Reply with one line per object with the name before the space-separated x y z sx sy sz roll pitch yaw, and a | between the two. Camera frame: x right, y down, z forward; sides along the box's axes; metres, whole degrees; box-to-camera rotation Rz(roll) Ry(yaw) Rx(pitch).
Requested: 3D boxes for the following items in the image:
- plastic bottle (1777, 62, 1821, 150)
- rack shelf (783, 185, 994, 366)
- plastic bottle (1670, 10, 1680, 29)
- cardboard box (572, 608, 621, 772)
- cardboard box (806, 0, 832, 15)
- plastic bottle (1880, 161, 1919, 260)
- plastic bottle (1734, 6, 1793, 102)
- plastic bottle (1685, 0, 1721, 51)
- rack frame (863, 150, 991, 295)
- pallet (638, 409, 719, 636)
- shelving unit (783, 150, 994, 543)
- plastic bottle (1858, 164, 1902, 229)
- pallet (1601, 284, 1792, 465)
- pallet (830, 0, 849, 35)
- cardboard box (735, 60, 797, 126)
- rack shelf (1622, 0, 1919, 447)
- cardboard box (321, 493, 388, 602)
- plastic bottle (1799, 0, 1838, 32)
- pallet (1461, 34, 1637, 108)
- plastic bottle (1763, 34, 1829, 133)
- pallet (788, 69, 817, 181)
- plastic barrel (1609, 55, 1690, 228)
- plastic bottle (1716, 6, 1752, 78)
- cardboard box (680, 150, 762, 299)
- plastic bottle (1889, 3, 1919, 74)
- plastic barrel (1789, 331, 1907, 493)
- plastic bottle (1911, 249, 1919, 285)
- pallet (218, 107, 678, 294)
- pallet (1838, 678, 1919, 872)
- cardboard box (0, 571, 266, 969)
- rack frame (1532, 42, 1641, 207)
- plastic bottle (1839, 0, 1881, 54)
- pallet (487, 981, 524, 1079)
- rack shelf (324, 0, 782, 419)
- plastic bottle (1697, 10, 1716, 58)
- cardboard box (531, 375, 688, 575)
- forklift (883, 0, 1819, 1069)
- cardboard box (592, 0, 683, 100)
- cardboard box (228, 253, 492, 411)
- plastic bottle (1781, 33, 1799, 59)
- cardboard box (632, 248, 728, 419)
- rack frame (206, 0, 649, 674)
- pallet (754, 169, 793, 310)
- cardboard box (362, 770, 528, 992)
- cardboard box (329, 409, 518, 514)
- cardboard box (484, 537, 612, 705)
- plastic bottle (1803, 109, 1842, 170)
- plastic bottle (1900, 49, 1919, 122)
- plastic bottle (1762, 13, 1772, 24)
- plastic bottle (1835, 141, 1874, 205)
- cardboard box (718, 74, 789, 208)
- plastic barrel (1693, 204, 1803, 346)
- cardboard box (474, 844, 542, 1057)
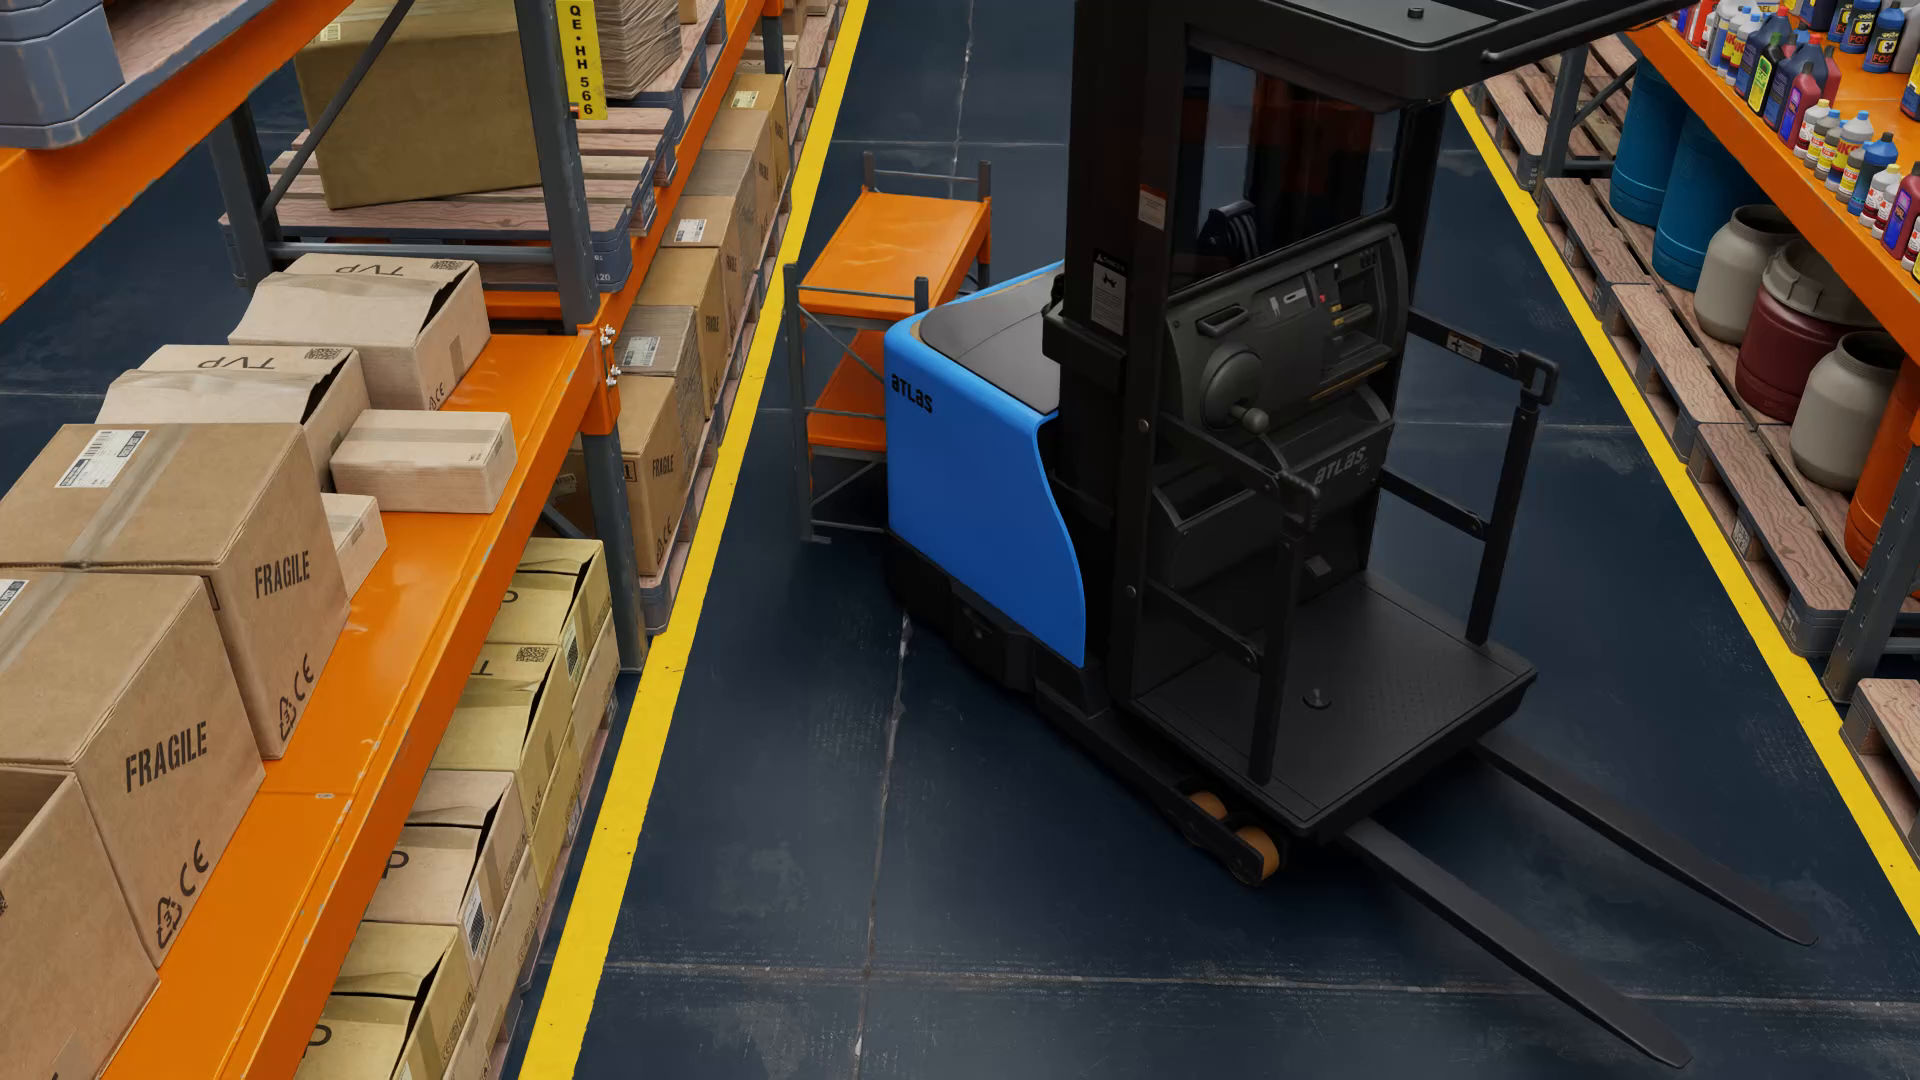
plastic bottle | 3.016 -1.557 5.959 0.061 0.283 0.133 1 35 2
rack shelf | -0.240 -0.963 6.133 0.538 0.278 1.000 7 36 10
plastic bottle | 3.087 -2.278 7.055 0.097 0.201 0.097 0 35 0
cardboard box | -1.346 0.438 5.044 0.500 0.250 0.500 2 35 3
cardboard box | -1.091 -3.611 10.788 0.500 0.250 0.500 1 35 2
plastic bottle | 2.980 -1.033 5.213 0.061 0.283 0.133 1 35 2
plastic bottle | 3.077 -1.858 6.328 0.144 0.351 0.185 1 35 2
plastic bottle | 3.105 -2.165 6.829 0.152 0.276 0.135 1 35 2
rack frame | -0.128 -1.009 6.708 0.500 1.125 0.032 7 36 10
pallet | -1.501 -0.110 6.223 1.003 0.211 1.213 1 35 2
shelving unit | -0.240 -0.724 6.302 0.538 1.125 1.048 7 36 10
plastic bottle | 3.006 -1.122 5.410 0.097 0.201 0.097 0 35 0
pallet | 3.422 -0.718 7.089 1.003 0.211 1.213 1 35 2
pallet | -1.282 -3.776 11.440 1.003 0.211 1.213 1 35 2
cardboard box | -1.175 -2.437 9.065 0.500 0.311 0.500 1 35 2
rack shelf | 3.461 -1.561 6.488 1.077 0.370 4.000 1 35 2
cardboard box | -1.564 0.014 3.840 0.380 0.149 0.250 4 35 5
plastic bottle | 3.680 -2.346 7.022 0.144 0.351 0.185 1 35 2
pallet | 3.578 -2.990 10.320 1.003 0.211 1.213 1 35 2
plastic bottle | 3.064 -1.676 6.068 0.144 0.351 0.185 1 35 2
pallet | -1.380 -2.375 9.445 1.003 0.211 1.213 1 35 2
plastic barrel | 3.502 -2.006 7.955 0.600 0.901 0.708 1 35 2
plastic bottle | 3.063 -1.963 6.547 0.097 0.271 0.097 0 35 0
cardboard box | -1.190 -1.416 7.448 0.500 0.500 0.500 2 35 2
plastic bottle | 3.799 -2.010 6.609 0.152 0.276 0.135 1 35 2
plastic barrel | 3.316 -0.468 6.106 0.421 0.512 0.421 0 35 0
plastic bottle | 2.970 -0.901 5.025 0.061 0.283 0.133 1 35 2
pallet | -1.612 -1.135 5.424 1.213 0.211 1.003 1 35 2
pallet | 3.311 0.879 4.816 1.003 0.211 1.213 1 35 2
cardboard box | -1.641 0.403 2.981 0.500 0.500 0.500 1 35 2
rack frame | 3.541 -3.004 7.916 1.000 3.000 0.127 1 35 2
plastic bottle | 3.683 -2.133 6.788 0.097 0.271 0.097 0 35 0
pallet | -1.693 1.489 3.947 1.003 0.211 1.213 1 35 2
rack shelf | -1.488 -1.678 6.654 1.077 0.370 4.000 1 35 2
plastic bottle | 3.073 -2.068 6.757 0.097 0.201 0.097 0 35 0
cardboard box | -1.265 -0.235 5.767 0.500 0.500 0.500 3 35 4
forklift | 1.053 -0.529 4.454 1.130 2.935 3.031 -25 42 -31
cardboard box | -1.429 -1.921 5.923 0.700 0.500 0.500 8 36 11
cardboard box | -1.627 -0.578 4.542 0.500 0.311 0.500 3 35 5
plastic bottle | 3.090 -1.739 6.217 0.061 0.283 0.133 1 35 2
cardboard box | -1.224 -0.824 6.605 0.500 0.500 0.500 1 35 1
rack frame | -1.569 -0.823 4.812 1.000 3.000 0.127 1 35 2
pallet | -1.403 -1.512 8.218 1.003 0.211 1.213 1 35 2
cardboard box | -1.381 0.796 4.047 0.500 0.311 0.500 1 35 2
cardboard box | -1.329 -0.197 4.140 0.380 0.149 0.250 1 35 2
cardboard box | -1.344 0.207 4.884 0.500 0.311 0.500 2 35 3
plastic bottle | 3.026 -1.401 5.808 0.097 0.201 0.097 0 35 0
plastic bottle | 3.630 -1.742 6.163 0.144 0.351 0.185 1 35 2
plastic bottle | 3.221 -2.009 6.672 0.097 0.201 0.097 0 35 0
plastic bottle | 3.014 -1.234 5.569 0.097 0.201 0.097 0 35 0
cardboard box | -1.142 -1.988 8.262 0.500 0.500 0.500 1 35 2
plastic barrel | 3.362 -1.117 7.029 0.421 0.512 0.421 0 35 0
cardboard box | -1.387 1.023 4.211 0.500 0.250 0.500 2 35 3
